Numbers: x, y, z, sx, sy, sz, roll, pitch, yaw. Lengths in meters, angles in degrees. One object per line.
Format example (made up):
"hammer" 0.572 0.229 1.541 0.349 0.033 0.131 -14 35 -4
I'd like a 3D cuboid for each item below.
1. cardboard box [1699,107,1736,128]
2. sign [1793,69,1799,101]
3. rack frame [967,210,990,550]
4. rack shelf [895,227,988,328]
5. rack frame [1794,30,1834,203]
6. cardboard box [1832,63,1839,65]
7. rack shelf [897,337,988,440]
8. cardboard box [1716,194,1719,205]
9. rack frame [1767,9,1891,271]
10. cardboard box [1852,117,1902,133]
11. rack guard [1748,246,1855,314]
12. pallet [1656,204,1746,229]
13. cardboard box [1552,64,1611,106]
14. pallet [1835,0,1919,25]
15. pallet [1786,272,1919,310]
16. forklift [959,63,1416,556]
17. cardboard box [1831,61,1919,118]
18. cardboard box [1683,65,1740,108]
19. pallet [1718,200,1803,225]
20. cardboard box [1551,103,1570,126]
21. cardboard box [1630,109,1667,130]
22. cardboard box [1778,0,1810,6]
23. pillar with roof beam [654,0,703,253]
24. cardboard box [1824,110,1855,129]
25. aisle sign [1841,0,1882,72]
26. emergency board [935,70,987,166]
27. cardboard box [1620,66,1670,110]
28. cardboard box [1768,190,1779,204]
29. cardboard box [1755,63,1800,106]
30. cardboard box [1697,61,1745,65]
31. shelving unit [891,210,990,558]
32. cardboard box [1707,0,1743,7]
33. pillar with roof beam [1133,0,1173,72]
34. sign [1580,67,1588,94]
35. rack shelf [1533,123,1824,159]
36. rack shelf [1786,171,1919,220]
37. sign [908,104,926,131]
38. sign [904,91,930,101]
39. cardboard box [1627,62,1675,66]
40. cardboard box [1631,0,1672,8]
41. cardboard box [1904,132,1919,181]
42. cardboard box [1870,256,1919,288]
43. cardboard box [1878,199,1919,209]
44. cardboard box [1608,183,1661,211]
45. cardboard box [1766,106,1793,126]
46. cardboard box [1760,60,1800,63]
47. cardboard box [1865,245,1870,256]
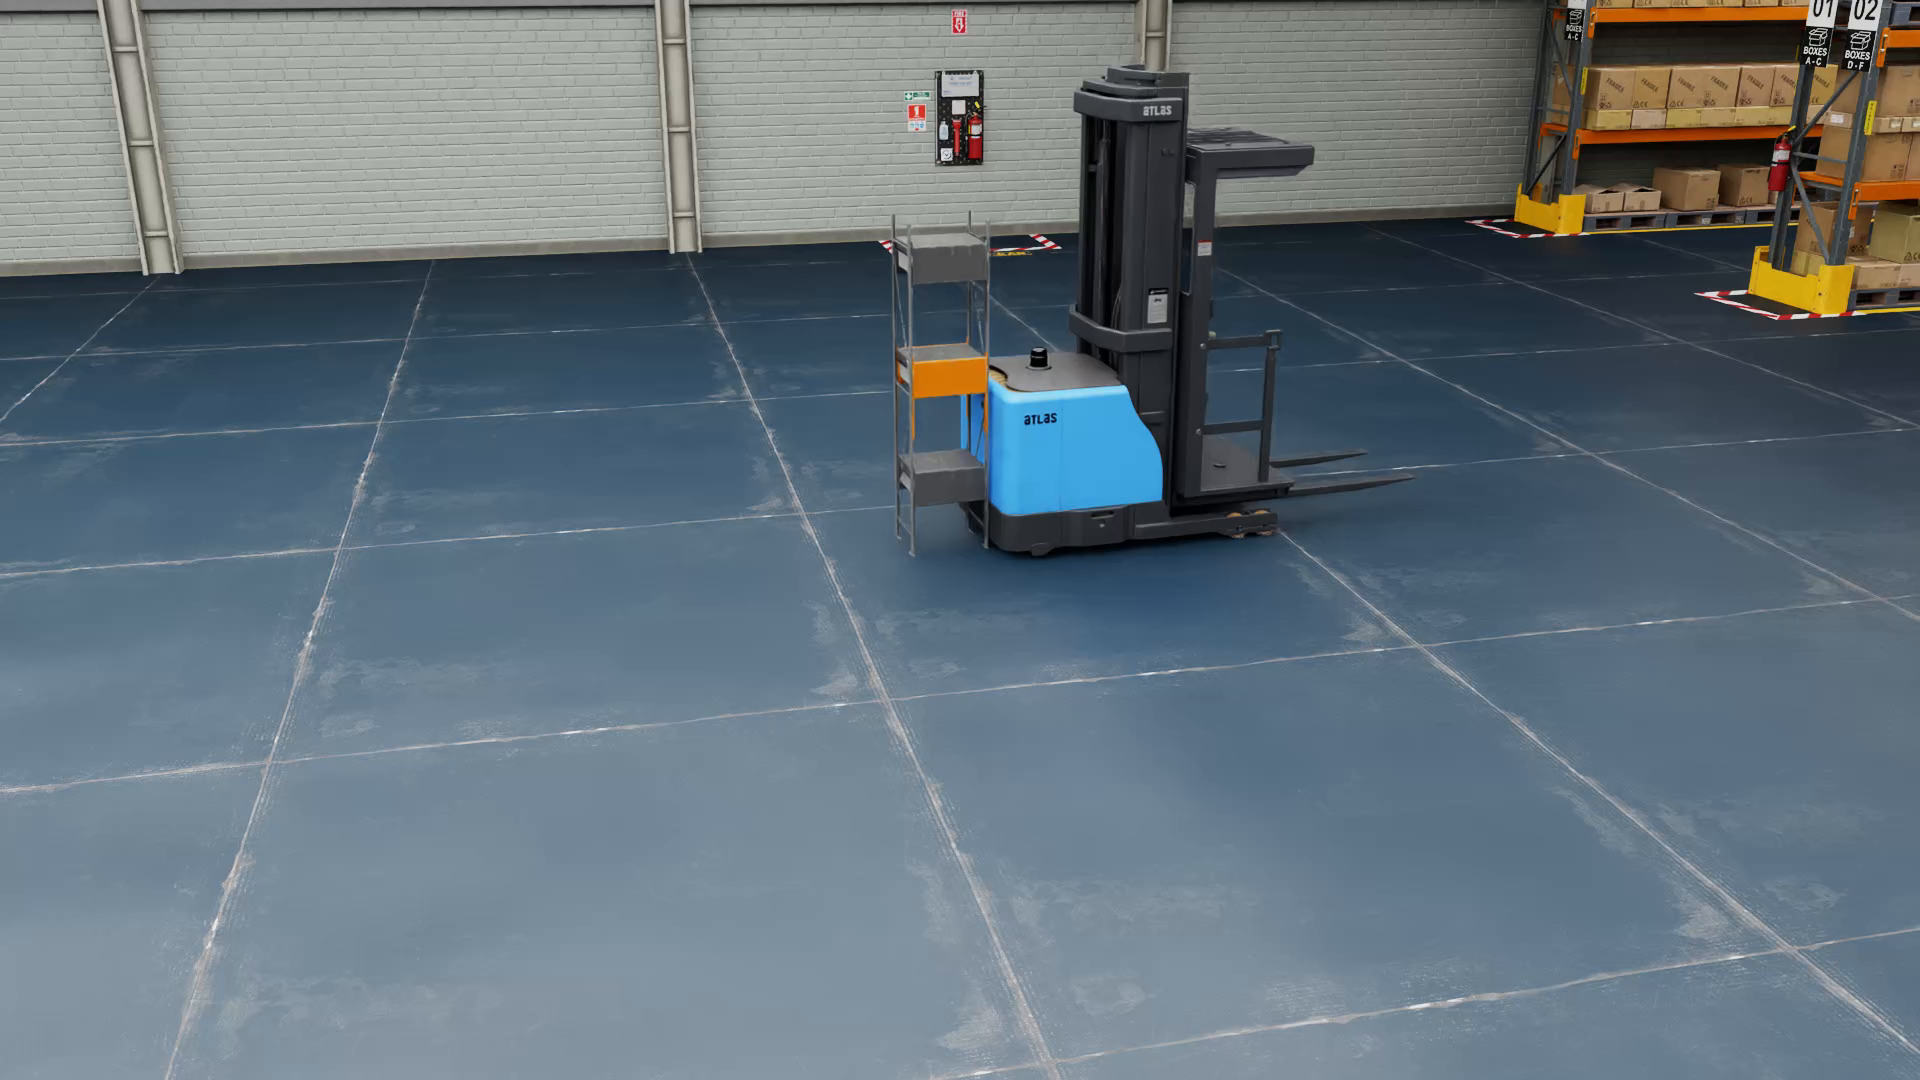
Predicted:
"cardboard box" 9.831 -5.597 21.923 0.500 0.250 0.500 -4 21 -12
"sign" 8.824 -4.782 17.481 0.005 0.325 0.100 -5 21 -12
"rack frame" 0.113 -0.990 10.464 0.015 2.100 0.400 -6 21 -16
"rack shelf" -0.120 -1.609 10.160 0.480 0.518 0.431 -6 21 -16
"rack frame" 11.684 -5.919 22.613 0.127 3.000 1.000 -5 21 -12
"cardboard box" 12.188 -6.202 22.598 0.500 0.500 0.700 -5 21 -12
"rack shelf" -0.120 -0.952 10.401 0.480 0.518 0.431 -6 21 -16
"cardboard box" 10.123 -4.667 22.700 0.250 0.149 0.380 -6 21 -17
"rack frame" 8.935 -3.945 17.222 0.127 3.000 1.000 -5 21 -12
"cardboard box" 9.367 -4.255 16.982 0.250 0.149 0.380 -5 21 -13
"rack guard" 8.912 -2.769 17.647 0.348 0.500 1.175 -5 21 -12
"pallet" 9.849 -4.447 22.648 1.213 0.211 1.003 -5 21 -12
"cardboard box" 8.202 -6.002 21.938 0.500 0.500 0.500 -5 21 -13
"pallet" 9.629 -5.359 16.851 1.213 0.211 1.003 -5 21 -12
"pallet" 9.670 -2.710 17.906 1.213 0.211 1.003 -5 21 -12
"forklift" 1.567 -1.551 10.787 3.031 2.935 1.130 -6 21 -16
"cardboard box" 9.444 -4.638 17.083 0.500 0.500 0.700 -5 21 -12
"cardboard box" 9.813 -5.950 21.796 0.500 0.500 0.500 -4 20 -11
"pallet" 11.039 -4.545 22.915 1.213 0.211 1.003 -5 21 -12
"cardboard box" 8.202 -5.643 22.049 0.500 0.250 0.500 -4 21 -12
"cardboard box" 8.842 -5.520 21.711 0.500 0.250 0.500 -5 21 -14
"cardboard box" 10.755 -7.226 21.643 0.500 0.500 0.500 -6 21 -17
"pillar with roof beam" -2.413 -6.374 15.131 0.400 9.000 9.100 -5 21 -12
"cardboard box" 9.263 -4.390 17.350 0.250 0.149 0.380 -5 21 -13
"aisle sign" 8.942 -5.058 16.481 0.004 0.787 0.394 -5 21 -12
"emergency board" 0.021 -5.290 20.894 0.643 1.169 0.194 -5 21 -12
"cardboard box" 8.809 -5.867 21.568 0.500 0.500 0.500 -5 21 -12
"cardboard box" 11.171 -4.743 22.881 0.250 0.166 0.380 -7 21 -20
"cardboard box" 10.811 -6.028 22.008 0.500 0.500 0.500 -5 21 -13
"cardboard box" 10.188 -6.166 22.384 0.500 0.500 0.500 -4 21 -11
"shelving unit" -0.120 -0.965 10.396 0.503 2.100 0.431 -6 21 -16
"cardboard box" 9.726 -7.133 21.390 0.500 0.500 0.500 -3 20 -9
"pillar with roof beam" 3.426 -6.849 16.428 0.400 9.000 9.100 -5 21 -12
"sign" 7.917 -5.827 21.104 0.005 0.325 0.100 -5 21 -12
"rack shelf" 9.738 -5.423 22.304 4.000 0.370 1.077 -5 21 -12
"rack shelf" 10.882 -3.765 17.778 4.000 0.370 1.077 -5 21 -12
"sign" -0.541 -5.297 20.863 0.234 0.329 0.001 -5 21 -12
"sign" -0.534 -5.544 20.765 0.331 0.109 0.001 -5 21 -12
"cardboard box" 9.196 -6.081 22.153 0.500 0.500 0.500 -5 21 -14
"cardboard box" 8.706 -7.041 21.139 0.500 0.500 0.500 -3 20 -9
"cardboard box" 9.903 -4.068 17.412 0.500 0.500 0.700 -4 21 -11
"cardboard box" 9.994 -2.860 17.647 0.500 0.250 0.500 -5 21 -12
"cardboard box" 10.358 -3.429 18.111 0.500 0.500 0.500 -5 21 -12
"cardboard box" 9.041 -4.616 22.325 0.500 0.311 0.500 -3 20 -8
"cardboard box" 10.806 -5.683 22.155 0.500 0.250 0.500 -5 21 -12
"cardboard box" 11.179 -6.243 22.595 0.500 0.500 0.500 -5 21 -14
"cardboard box" 9.873 -3.036 18.128 0.500 0.250 0.500 -5 21 -12
